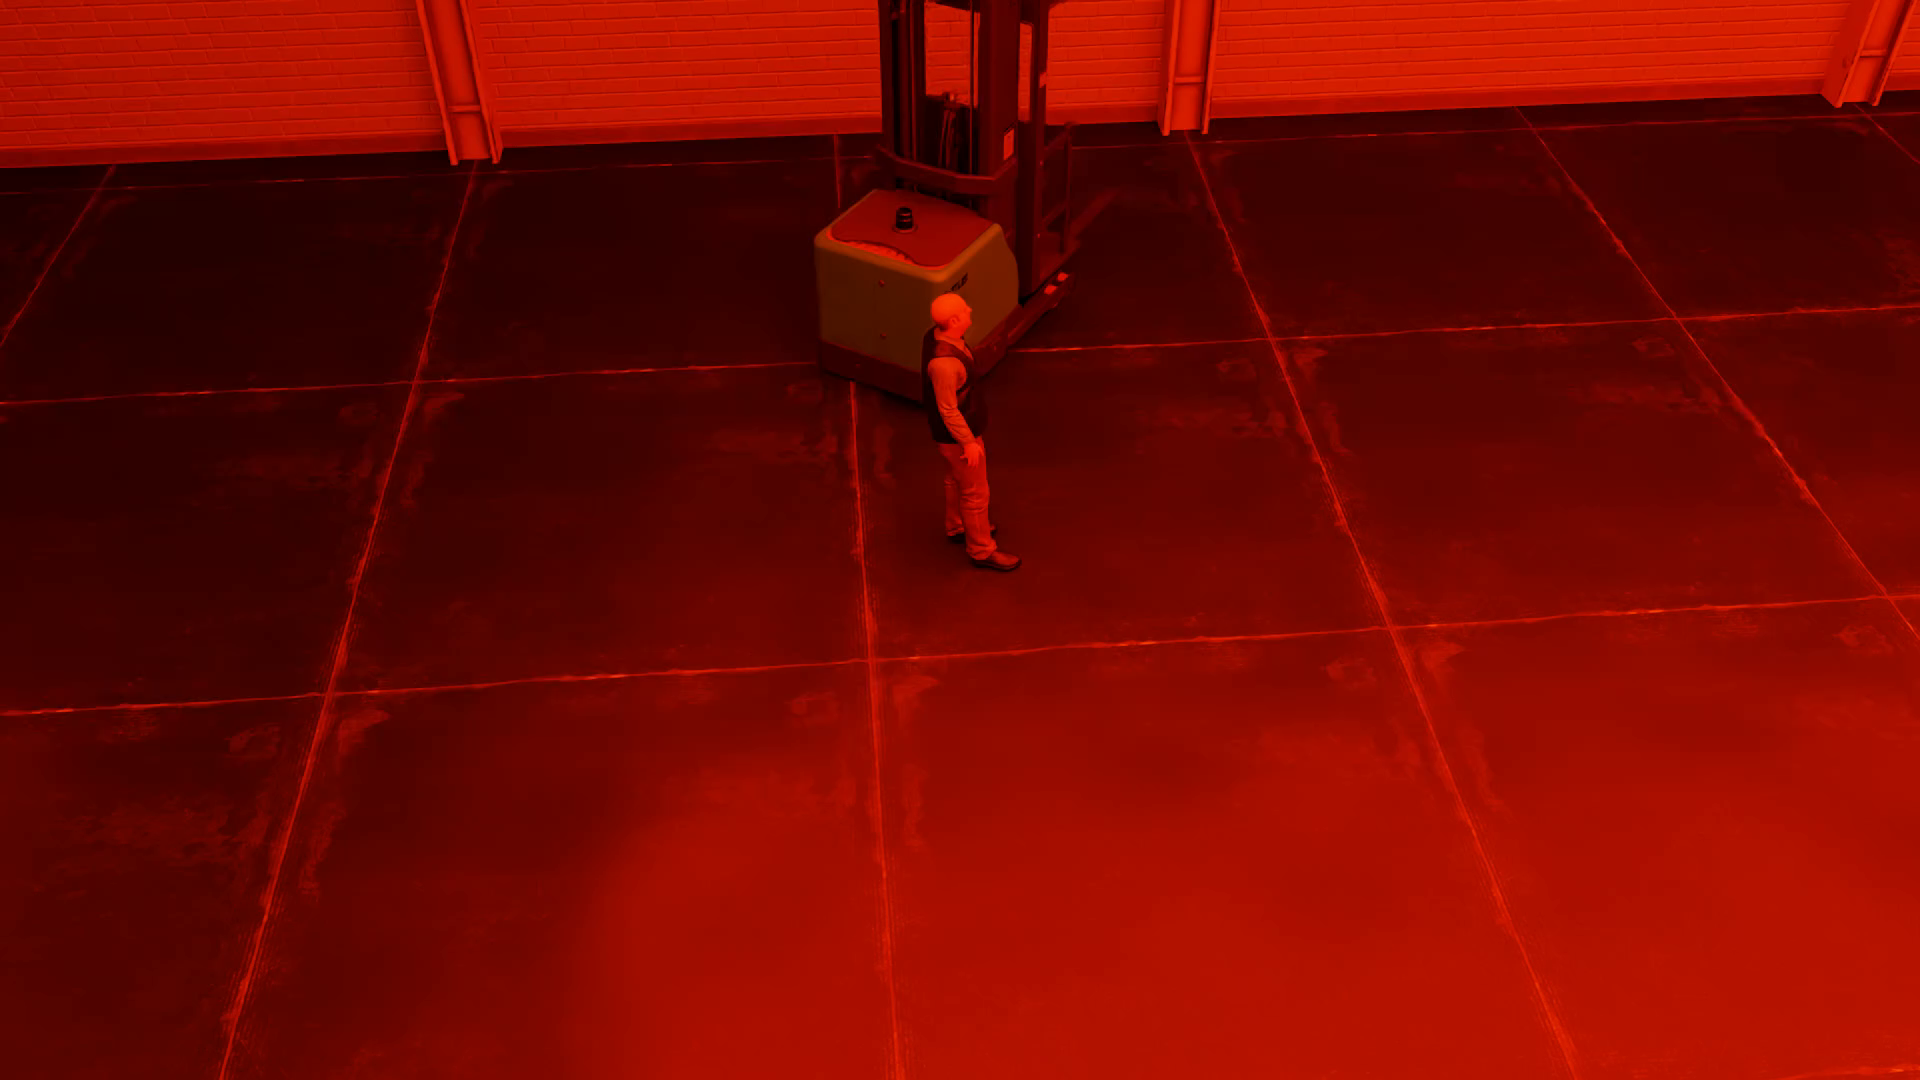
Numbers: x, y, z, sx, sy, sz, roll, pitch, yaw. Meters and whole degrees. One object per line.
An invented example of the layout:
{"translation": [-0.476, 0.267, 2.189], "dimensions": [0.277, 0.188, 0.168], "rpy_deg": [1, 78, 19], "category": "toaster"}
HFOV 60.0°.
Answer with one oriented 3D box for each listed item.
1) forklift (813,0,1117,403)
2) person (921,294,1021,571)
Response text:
{"translation": [0.192, -2.948, 11.385], "dimensions": [1.130, 2.935, 3.031], "rpy_deg": [21, 45, 22], "category": "forklift"}
{"translation": [0.062, -0.658, 9.626], "dimensions": [0.568, 1.720, 0.632], "rpy_deg": [-3, 41, -4], "category": "person"}
